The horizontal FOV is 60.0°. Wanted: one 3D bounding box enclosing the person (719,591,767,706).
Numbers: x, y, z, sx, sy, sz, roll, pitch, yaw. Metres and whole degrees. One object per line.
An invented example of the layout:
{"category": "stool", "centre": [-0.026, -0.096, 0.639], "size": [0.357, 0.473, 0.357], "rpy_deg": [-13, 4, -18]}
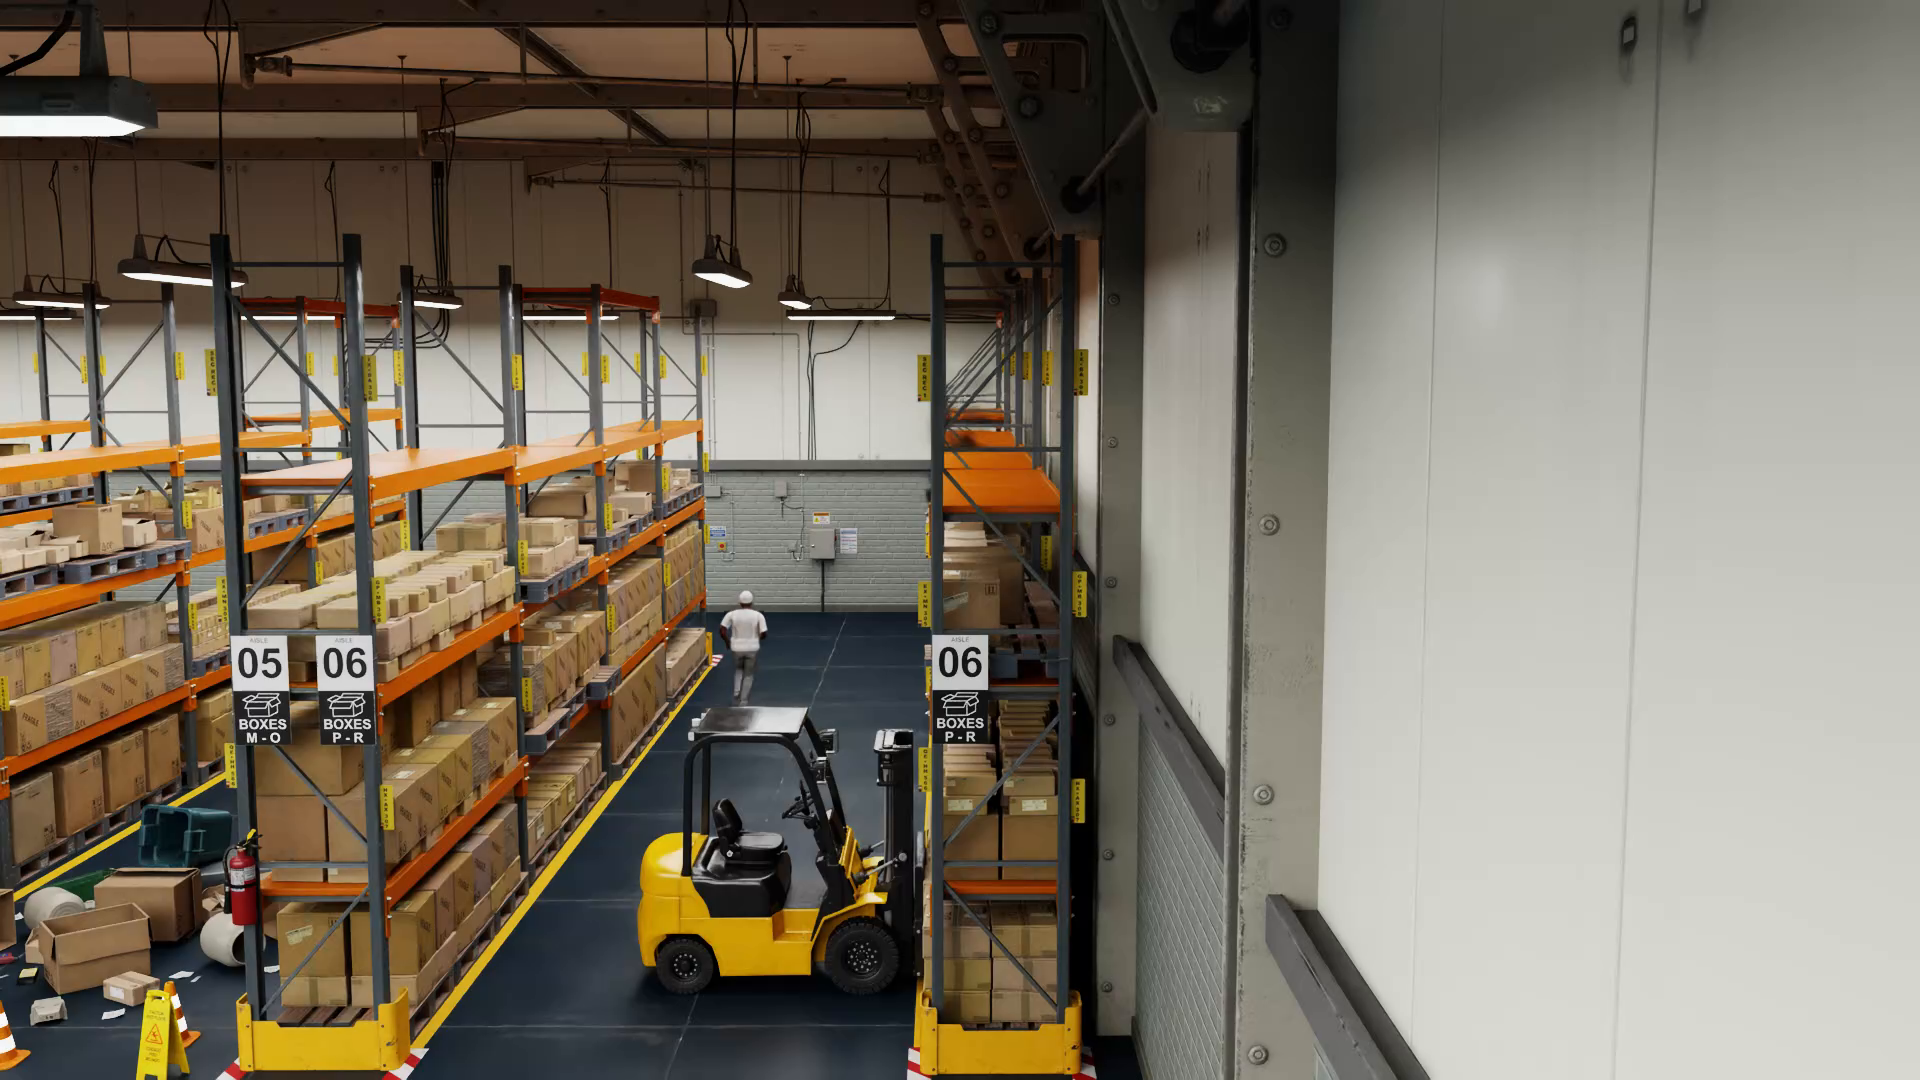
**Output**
{"category": "person", "centre": [-3.148, 1.607, 24.378], "size": [0.672, 1.746, 0.657], "rpy_deg": [0, 6, 4]}
